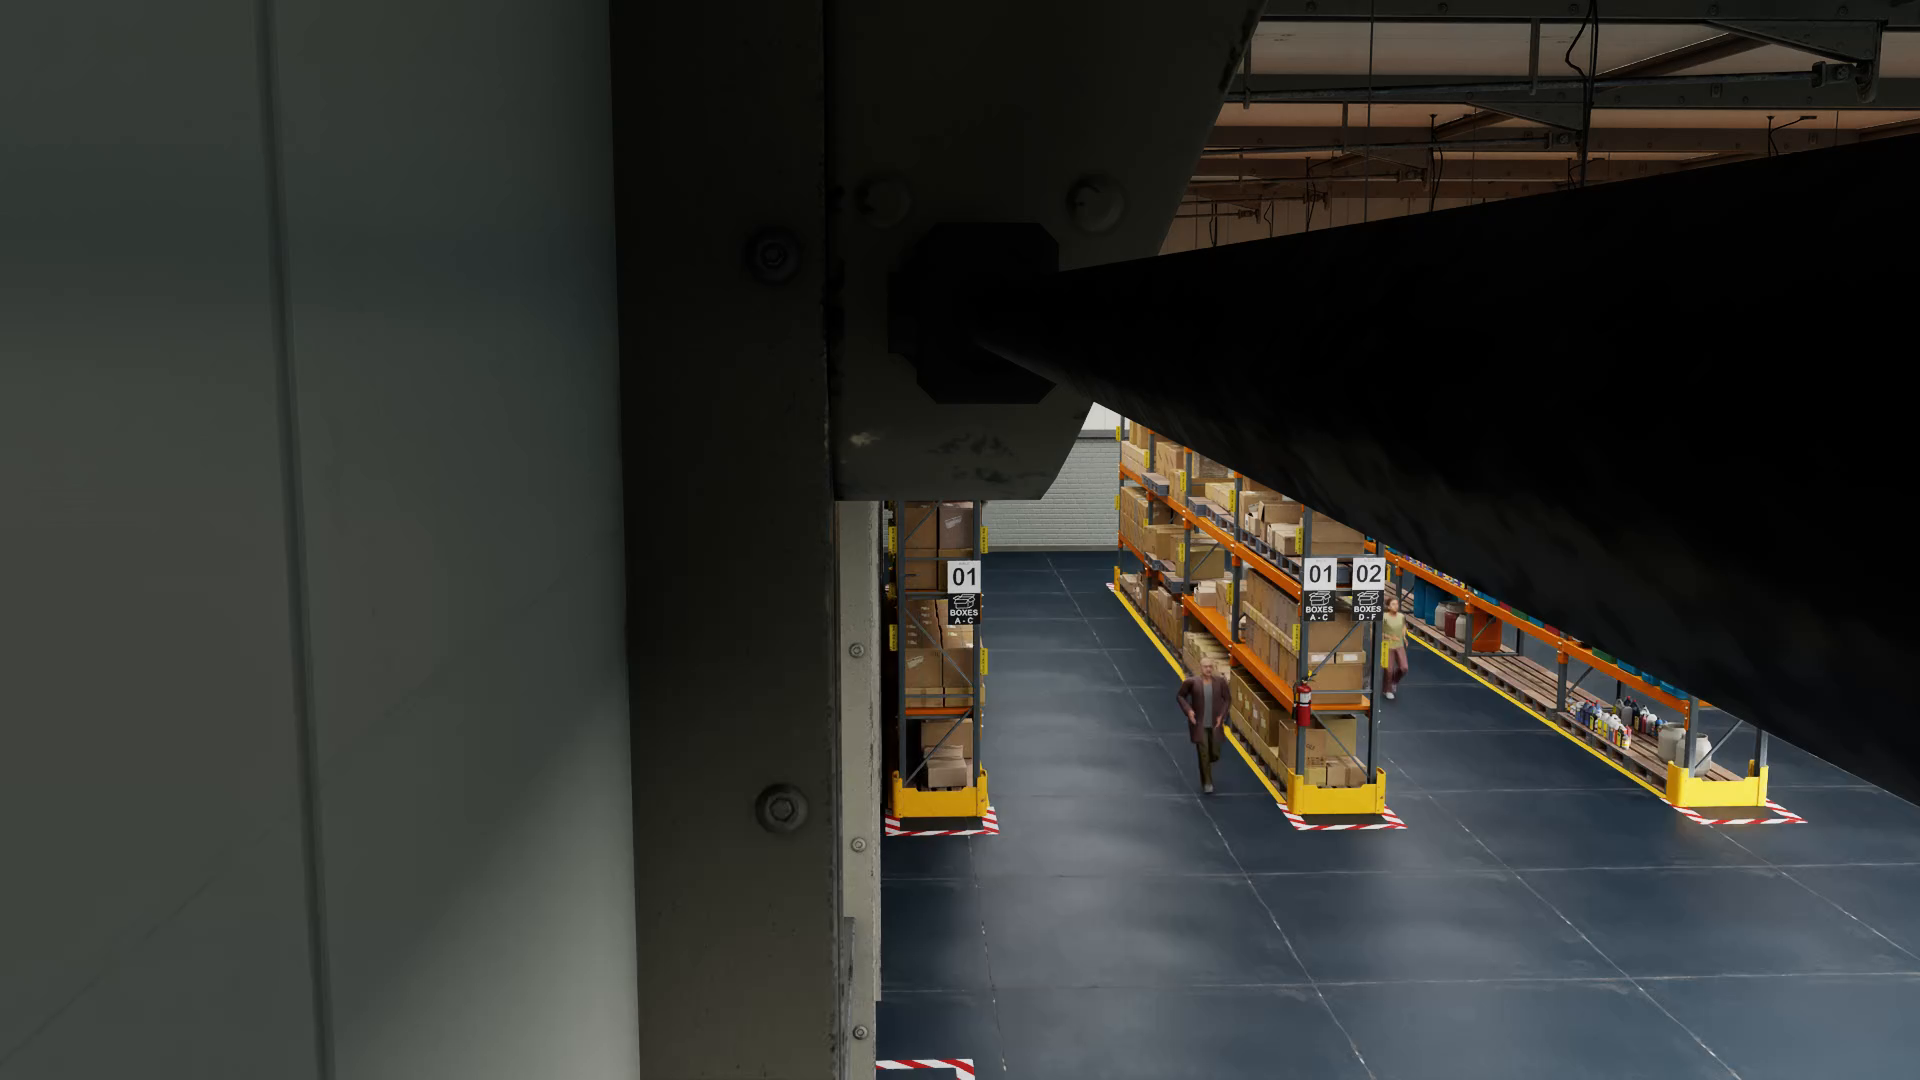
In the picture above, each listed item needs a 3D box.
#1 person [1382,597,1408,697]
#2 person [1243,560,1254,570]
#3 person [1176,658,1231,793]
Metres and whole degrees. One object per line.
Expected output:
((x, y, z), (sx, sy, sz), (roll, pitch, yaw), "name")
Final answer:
((6.907, 1.720, 26.468), (0.566, 1.633, 0.555), (-1, 8, -9), "person")
((6.044, 0.618, 33.716), (0.661, 1.760, 0.531), (-1, 8, -9), "person")
((3.165, 2.374, 21.564), (0.717, 1.745, 0.768), (0, 8, -3), "person")
